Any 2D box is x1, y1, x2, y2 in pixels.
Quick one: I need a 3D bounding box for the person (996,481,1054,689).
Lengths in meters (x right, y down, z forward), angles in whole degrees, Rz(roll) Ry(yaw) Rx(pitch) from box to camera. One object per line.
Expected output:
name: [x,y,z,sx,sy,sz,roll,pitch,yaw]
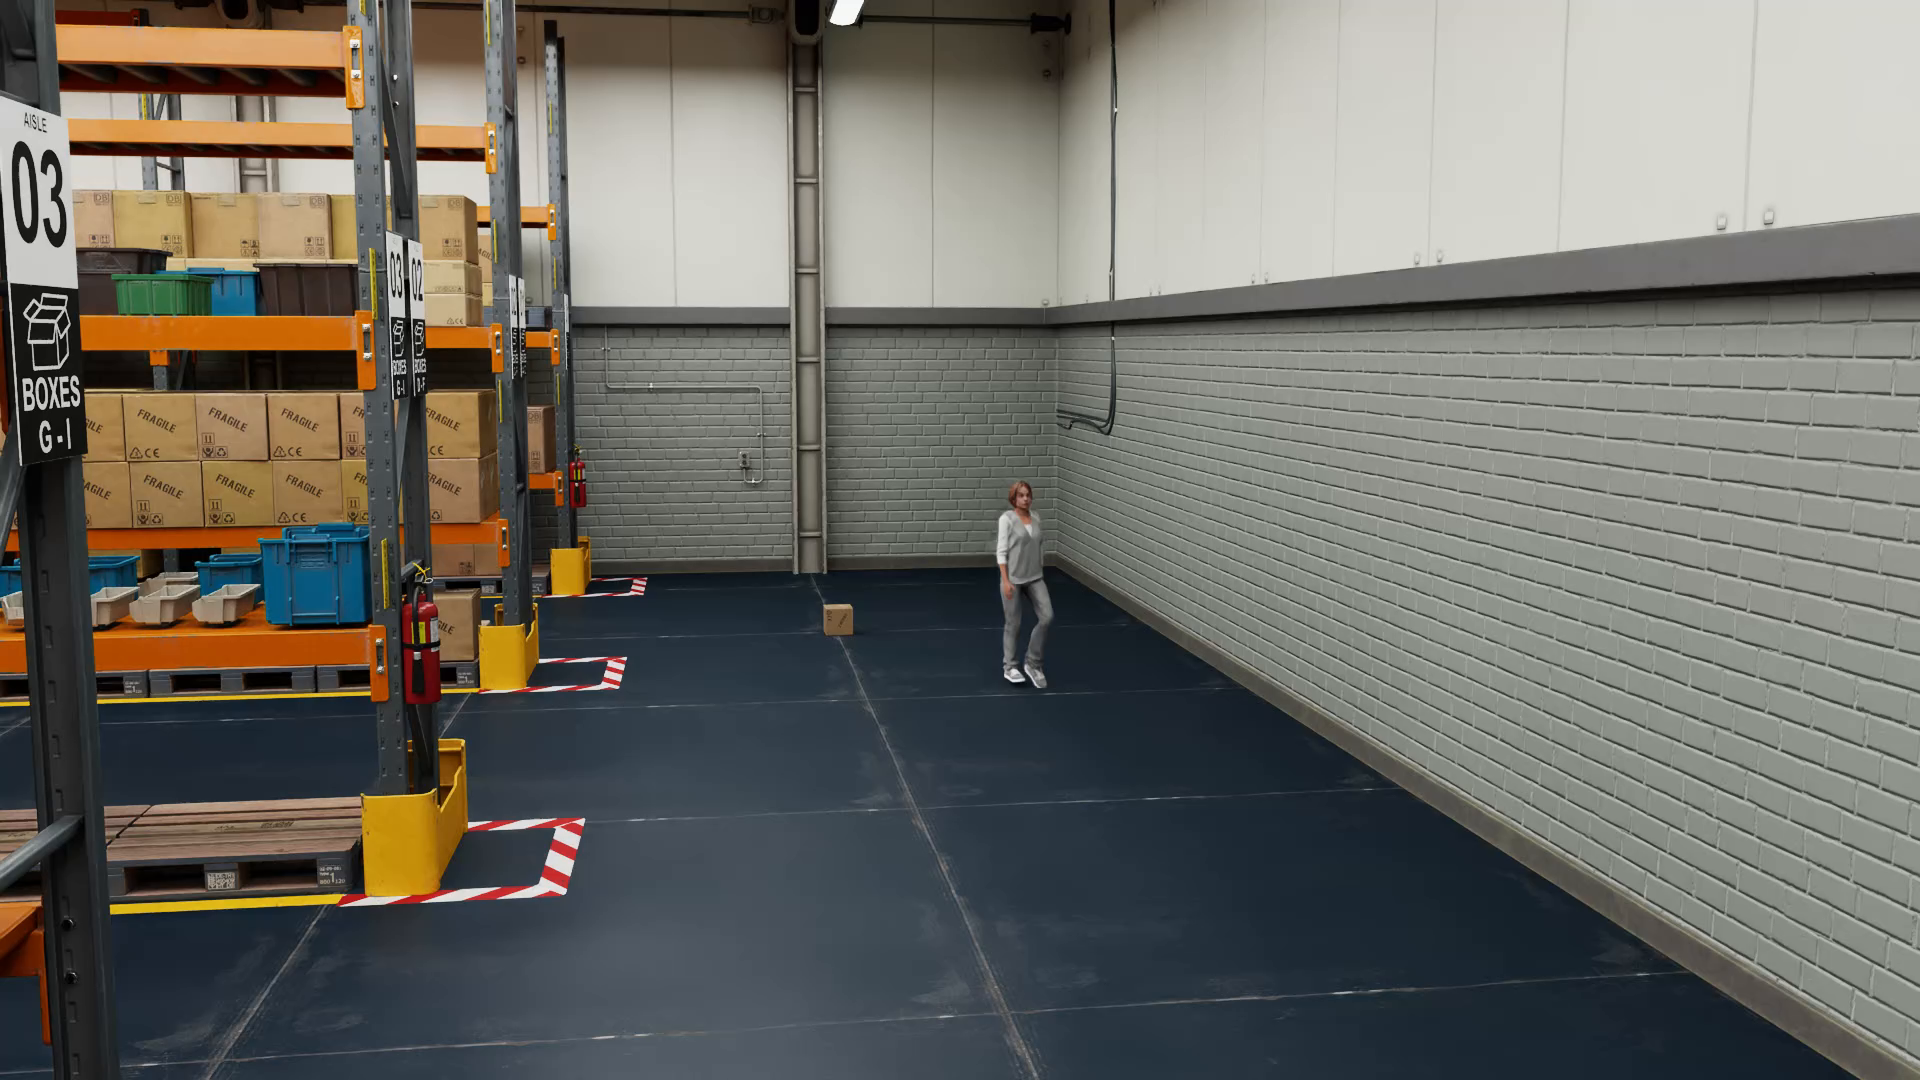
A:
person: [0.493,0.353,12.970,0.458,1.631,0.490,-3,7,-24]
